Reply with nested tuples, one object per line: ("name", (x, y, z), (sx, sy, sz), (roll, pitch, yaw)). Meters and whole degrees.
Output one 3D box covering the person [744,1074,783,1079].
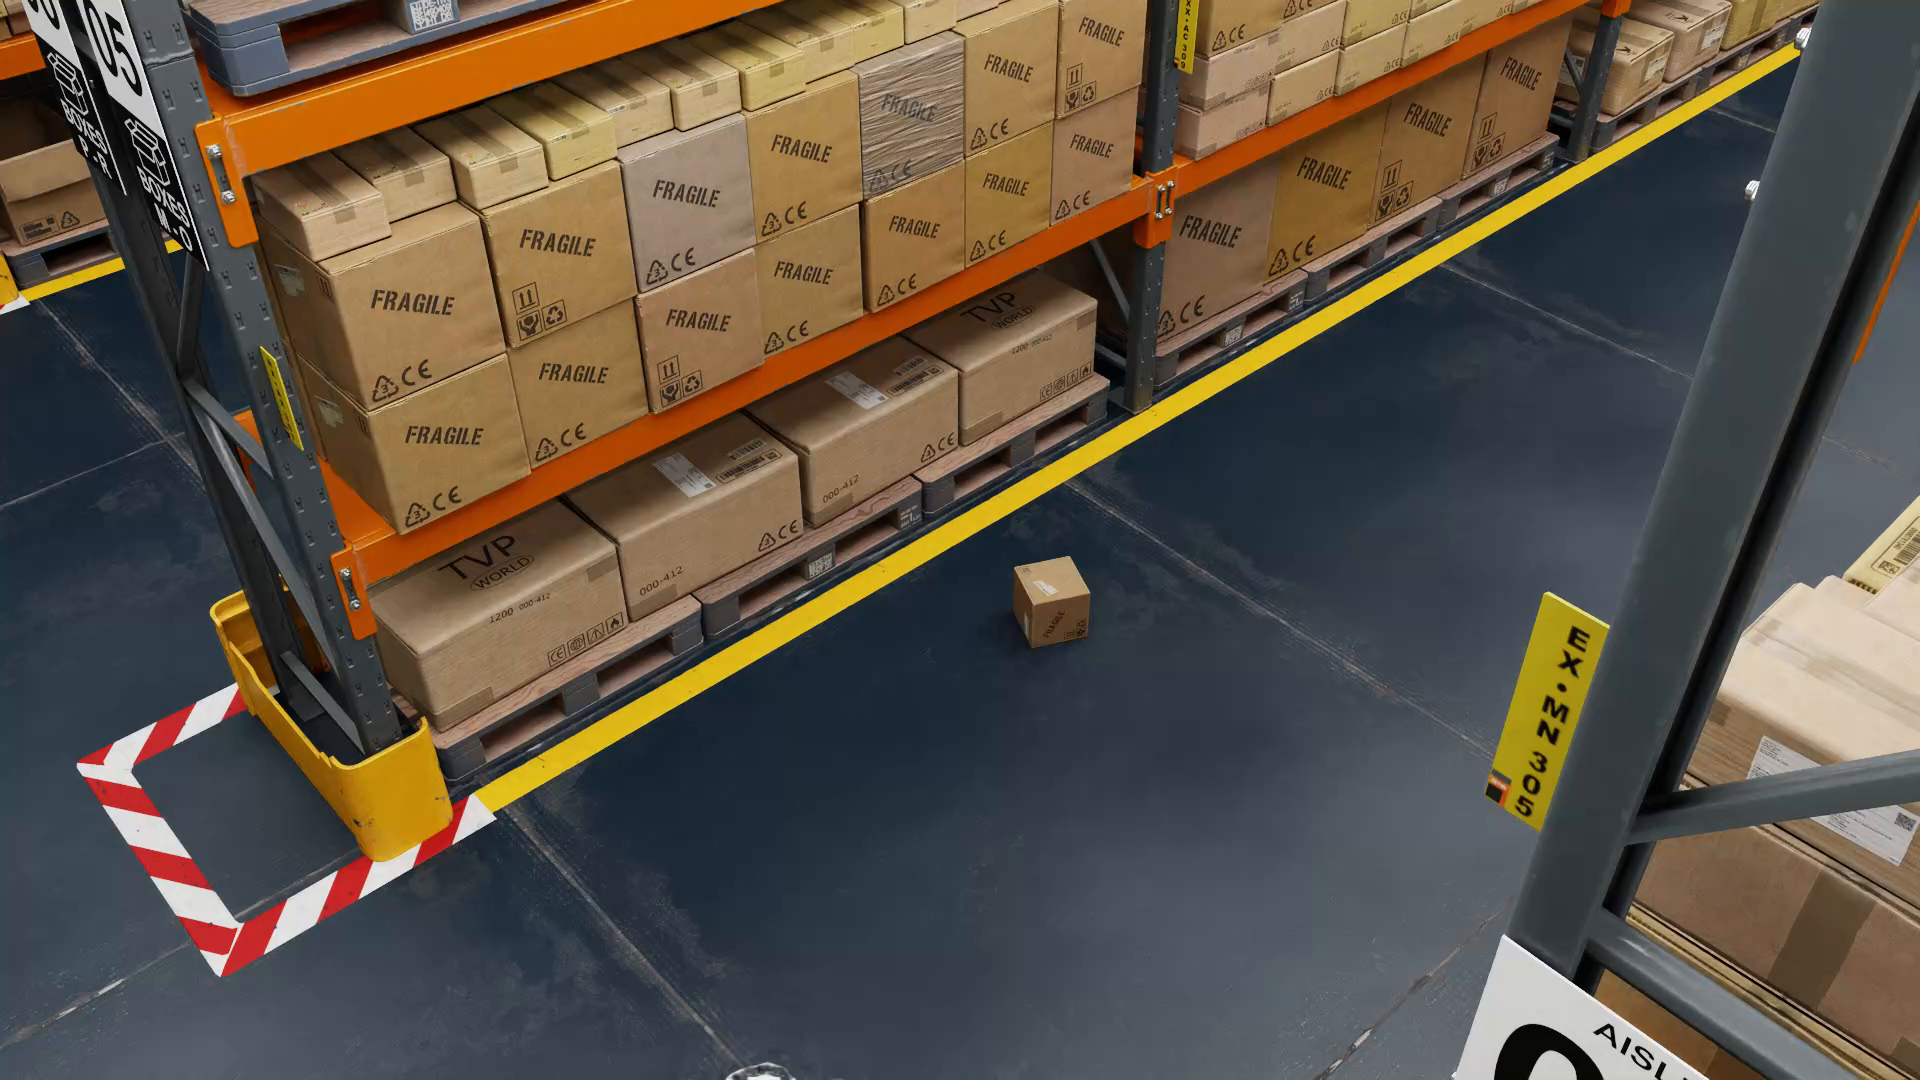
("person", (-0.438, 1.883, 3.854), (0.538, 1.810, 0.504), (3, 40, 4))
